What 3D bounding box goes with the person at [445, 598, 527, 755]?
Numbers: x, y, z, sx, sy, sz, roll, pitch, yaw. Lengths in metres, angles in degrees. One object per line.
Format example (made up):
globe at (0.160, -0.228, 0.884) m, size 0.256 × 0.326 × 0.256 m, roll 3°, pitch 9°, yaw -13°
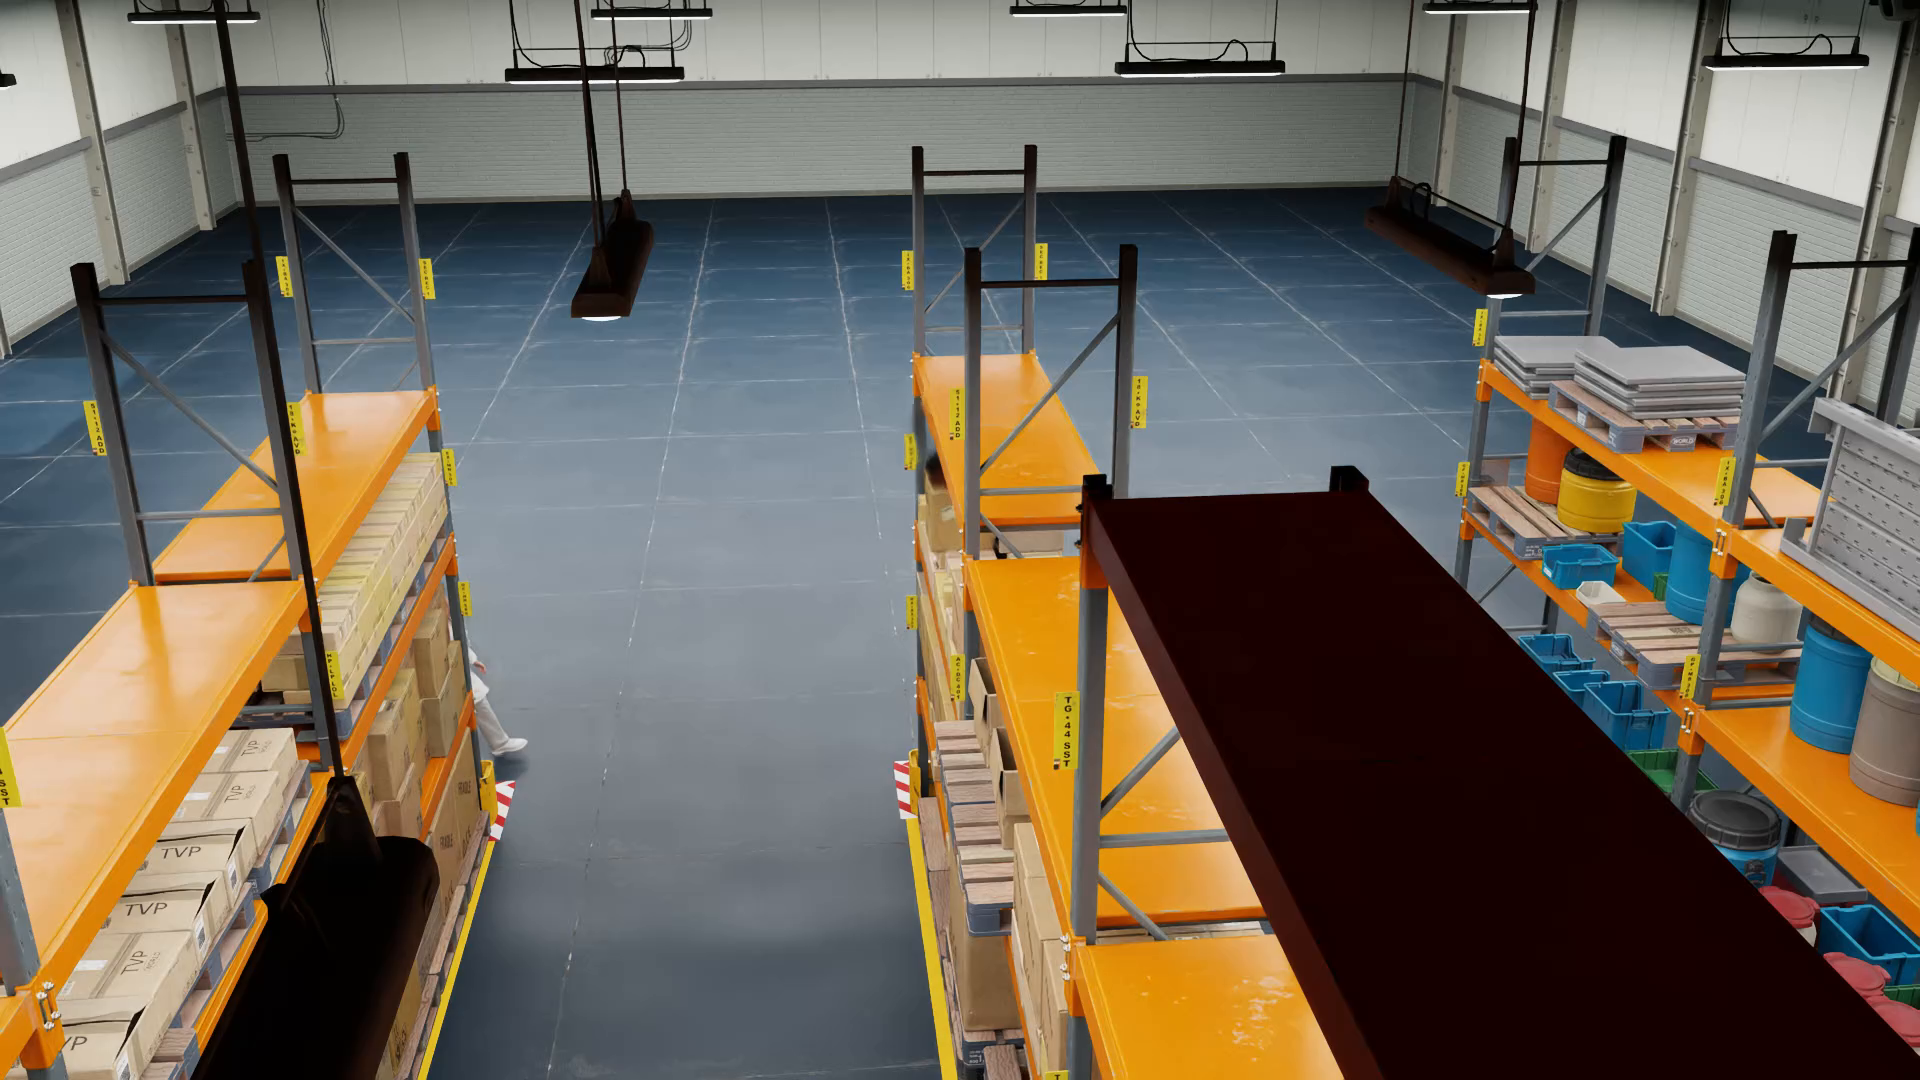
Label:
person at (-4.851, 1.308, 15.986) m, size 1.119 × 1.731 × 0.546 m, roll -12°, pitch 24°, yaw -27°
